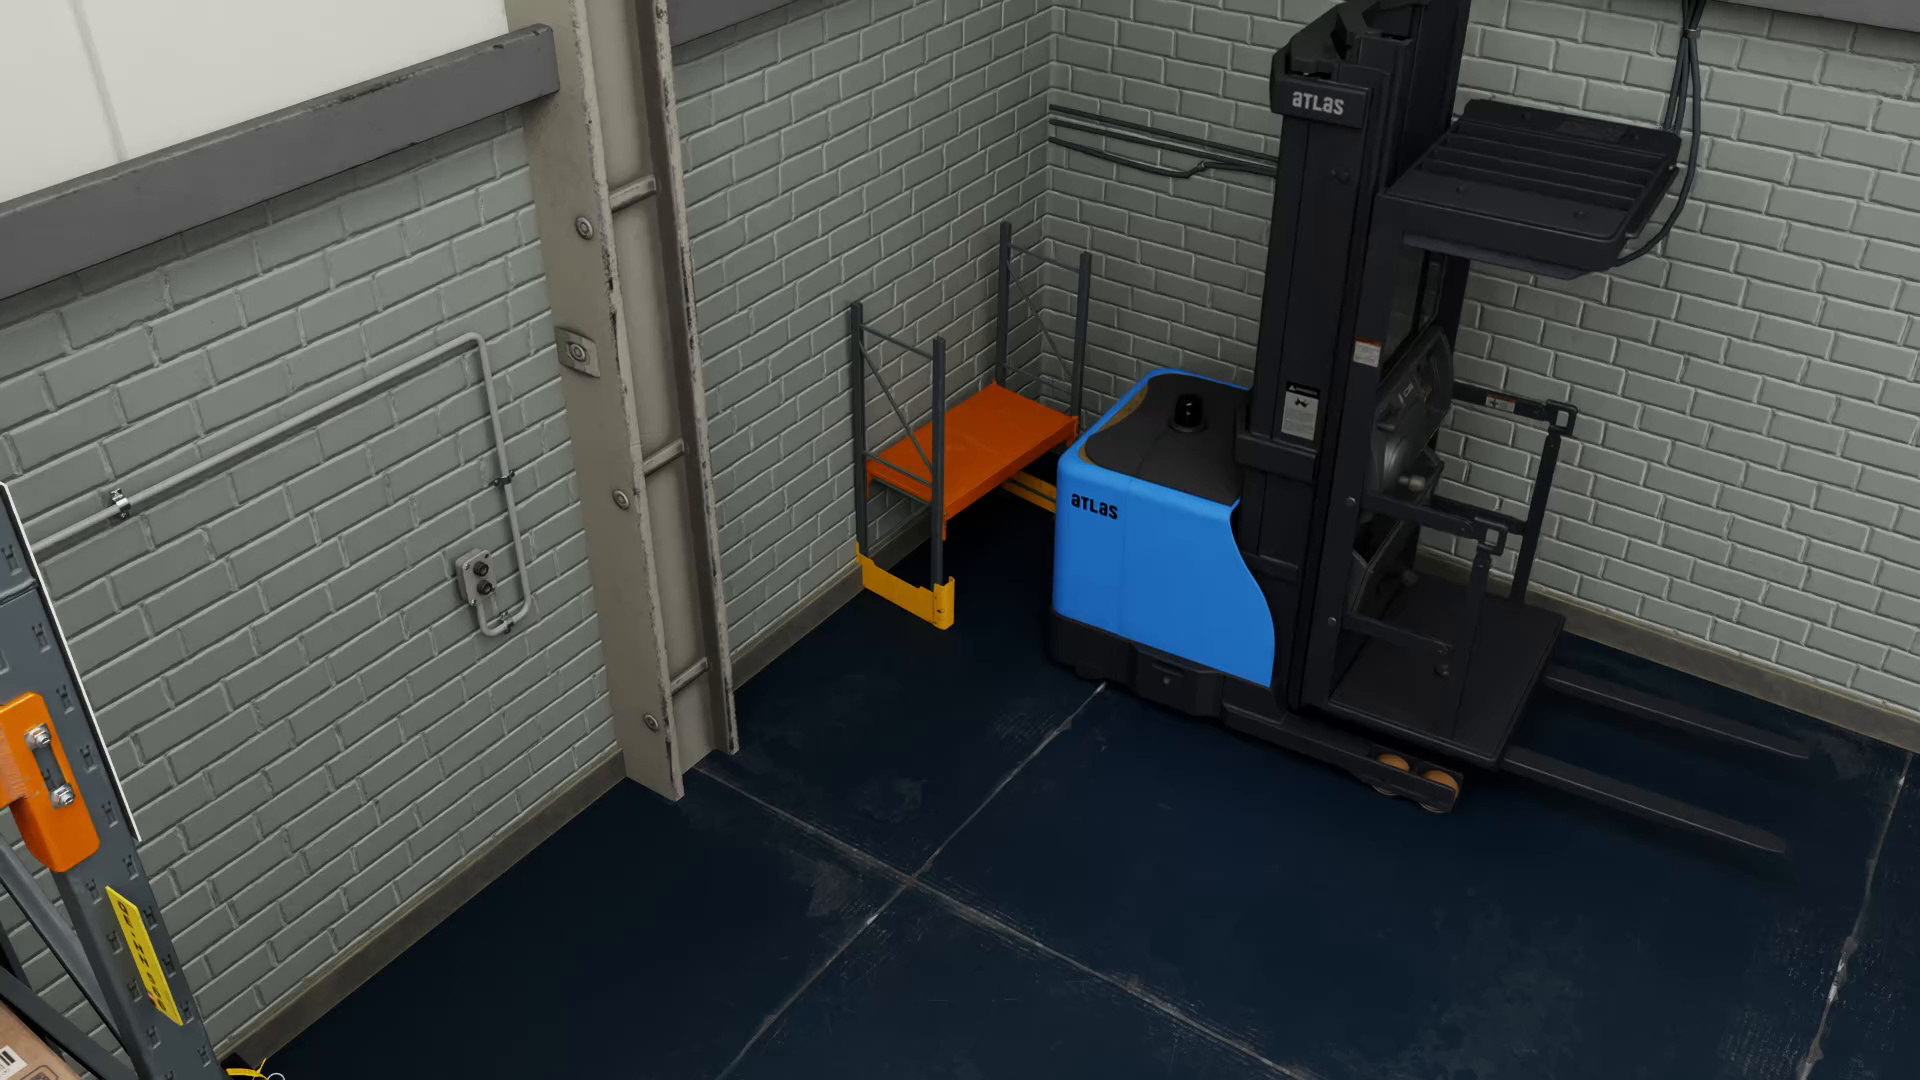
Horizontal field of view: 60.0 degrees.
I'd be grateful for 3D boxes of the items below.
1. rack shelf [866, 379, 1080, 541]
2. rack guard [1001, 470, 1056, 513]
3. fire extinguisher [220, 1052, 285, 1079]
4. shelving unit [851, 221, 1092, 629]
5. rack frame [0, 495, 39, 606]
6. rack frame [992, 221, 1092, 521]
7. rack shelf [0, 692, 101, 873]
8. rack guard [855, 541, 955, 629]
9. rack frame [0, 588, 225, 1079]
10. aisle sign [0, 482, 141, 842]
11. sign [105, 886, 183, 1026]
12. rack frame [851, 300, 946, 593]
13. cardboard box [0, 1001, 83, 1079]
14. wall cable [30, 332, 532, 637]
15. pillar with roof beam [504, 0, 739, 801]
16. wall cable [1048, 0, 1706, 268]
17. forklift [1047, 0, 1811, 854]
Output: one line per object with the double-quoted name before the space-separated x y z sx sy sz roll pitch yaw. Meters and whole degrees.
"rack shelf" 0.048 -0.394 7.774 0.538 0.185 1.000 27 44 30
"rack guard" 0.364 -0.266 8.357 0.587 0.250 0.087 27 44 30
"fire extinguisher" -1.521 1.454 3.823 0.296 0.674 0.183 21 39 28
"shelving unit" 0.057 -0.542 7.673 0.587 1.500 1.083 27 44 30
"rack frame" -1.987 -1.295 2.132 1.000 3.000 0.127 21 39 28
"rack frame" 0.375 -0.768 7.985 0.500 1.500 0.032 27 44 30
"rack shelf" -3.127 1.166 1.813 1.077 0.370 4.000 21 39 28
"rack guard" -0.271 0.184 7.734 0.587 0.250 0.087 27 44 30
"rack frame" -1.987 1.190 3.813 1.000 3.000 0.127 21 39 28
"aisle sign" -1.699 0.176 2.992 0.394 0.787 0.004 21 39 28
"sign" -1.549 0.792 3.156 0.100 0.325 0.005 21 39 28
"rack frame" -0.273 -0.309 7.349 0.500 1.500 0.032 27 44 30
"cardboard box" -2.269 1.304 3.377 0.980 0.700 0.700 23 40 30
"wall cable" -2.034 -0.122 4.846 0.084 1.984 1.851 21 39 28
"pillar with roof beam" 2.379 -1.439 2.345 9.100 9.000 0.400 21 39 28
"wall cable" 1.532 -2.498 6.682 3.097 2.526 0.112 21 39 28
"forklift" 1.916 -0.468 6.325 3.031 2.935 1.130 18 38 25
